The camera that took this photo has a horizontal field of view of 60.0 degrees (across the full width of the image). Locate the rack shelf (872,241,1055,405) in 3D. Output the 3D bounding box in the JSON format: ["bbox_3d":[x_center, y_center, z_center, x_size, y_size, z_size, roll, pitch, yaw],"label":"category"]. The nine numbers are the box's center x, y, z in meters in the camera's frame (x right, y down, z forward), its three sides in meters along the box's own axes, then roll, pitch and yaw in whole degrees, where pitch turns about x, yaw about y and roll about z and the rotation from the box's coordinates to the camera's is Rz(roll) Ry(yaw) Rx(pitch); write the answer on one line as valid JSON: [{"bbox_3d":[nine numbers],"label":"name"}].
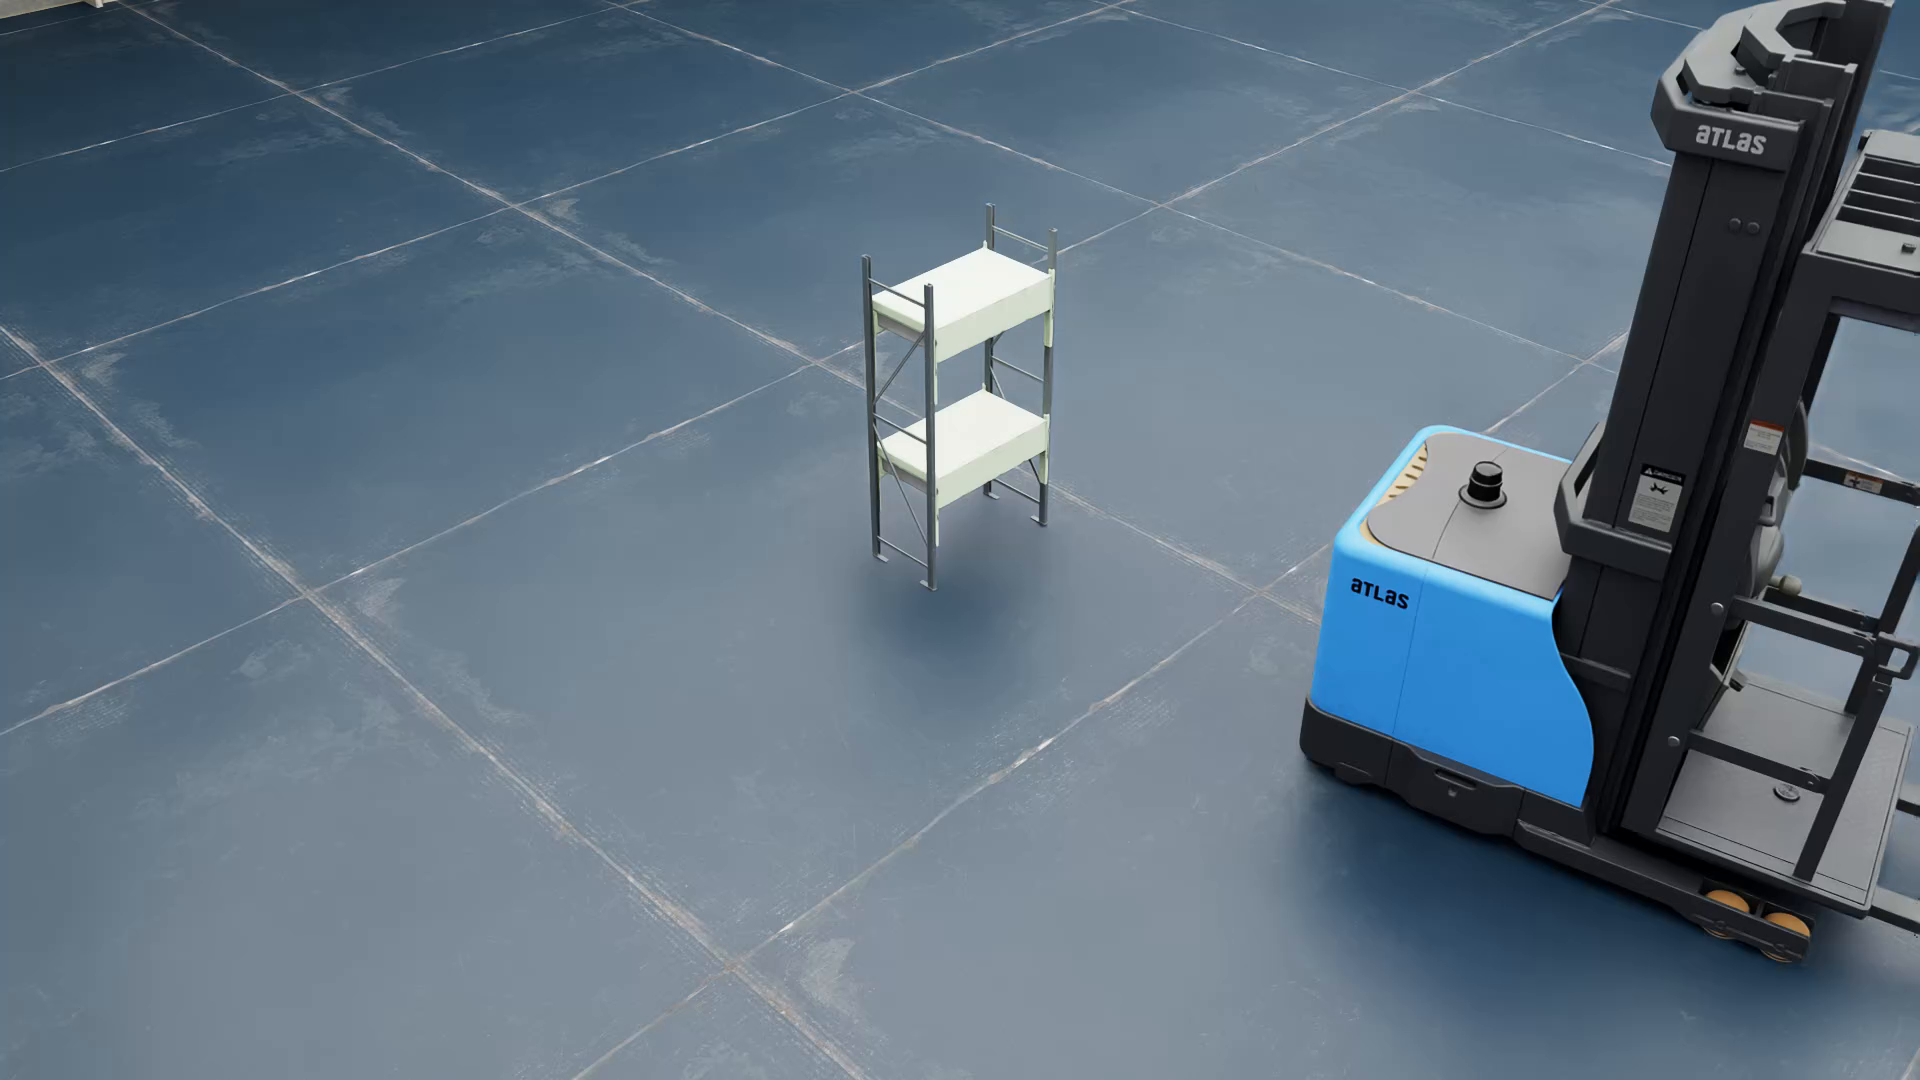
[{"bbox_3d":[0.005,-0.938,7.102,0.431,0.370,0.720,30,45,35],"label":"rack shelf"}]

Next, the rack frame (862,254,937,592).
[{"bbox_3d":[-0.253,-0.469,7.112,0.400,1.500,0.023,30,45,35],"label":"rack frame"}]

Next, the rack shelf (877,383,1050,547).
[{"bbox_3d":[0.005,-0.350,7.511,0.431,0.370,0.720,30,45,35],"label":"rack shelf"}]

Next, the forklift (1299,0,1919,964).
[{"bbox_3d":[2.840,-0.110,5.345,3.031,2.935,1.130,20,40,26],"label":"forklift"}]

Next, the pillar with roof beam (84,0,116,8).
[{"bbox_3d":[-4.350,-6.682,9.465,9.100,9.000,0.400,30,45,35],"label":"pillar with roof beam"}]

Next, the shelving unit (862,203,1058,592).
[{"bbox_3d":[0.005,-0.618,7.325,0.431,1.500,0.755,30,45,35],"label":"shelving unit"}]

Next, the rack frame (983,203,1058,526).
[{"bbox_3d":[0.263,-0.766,7.538,0.400,1.500,0.023,30,45,35],"label":"rack frame"}]
